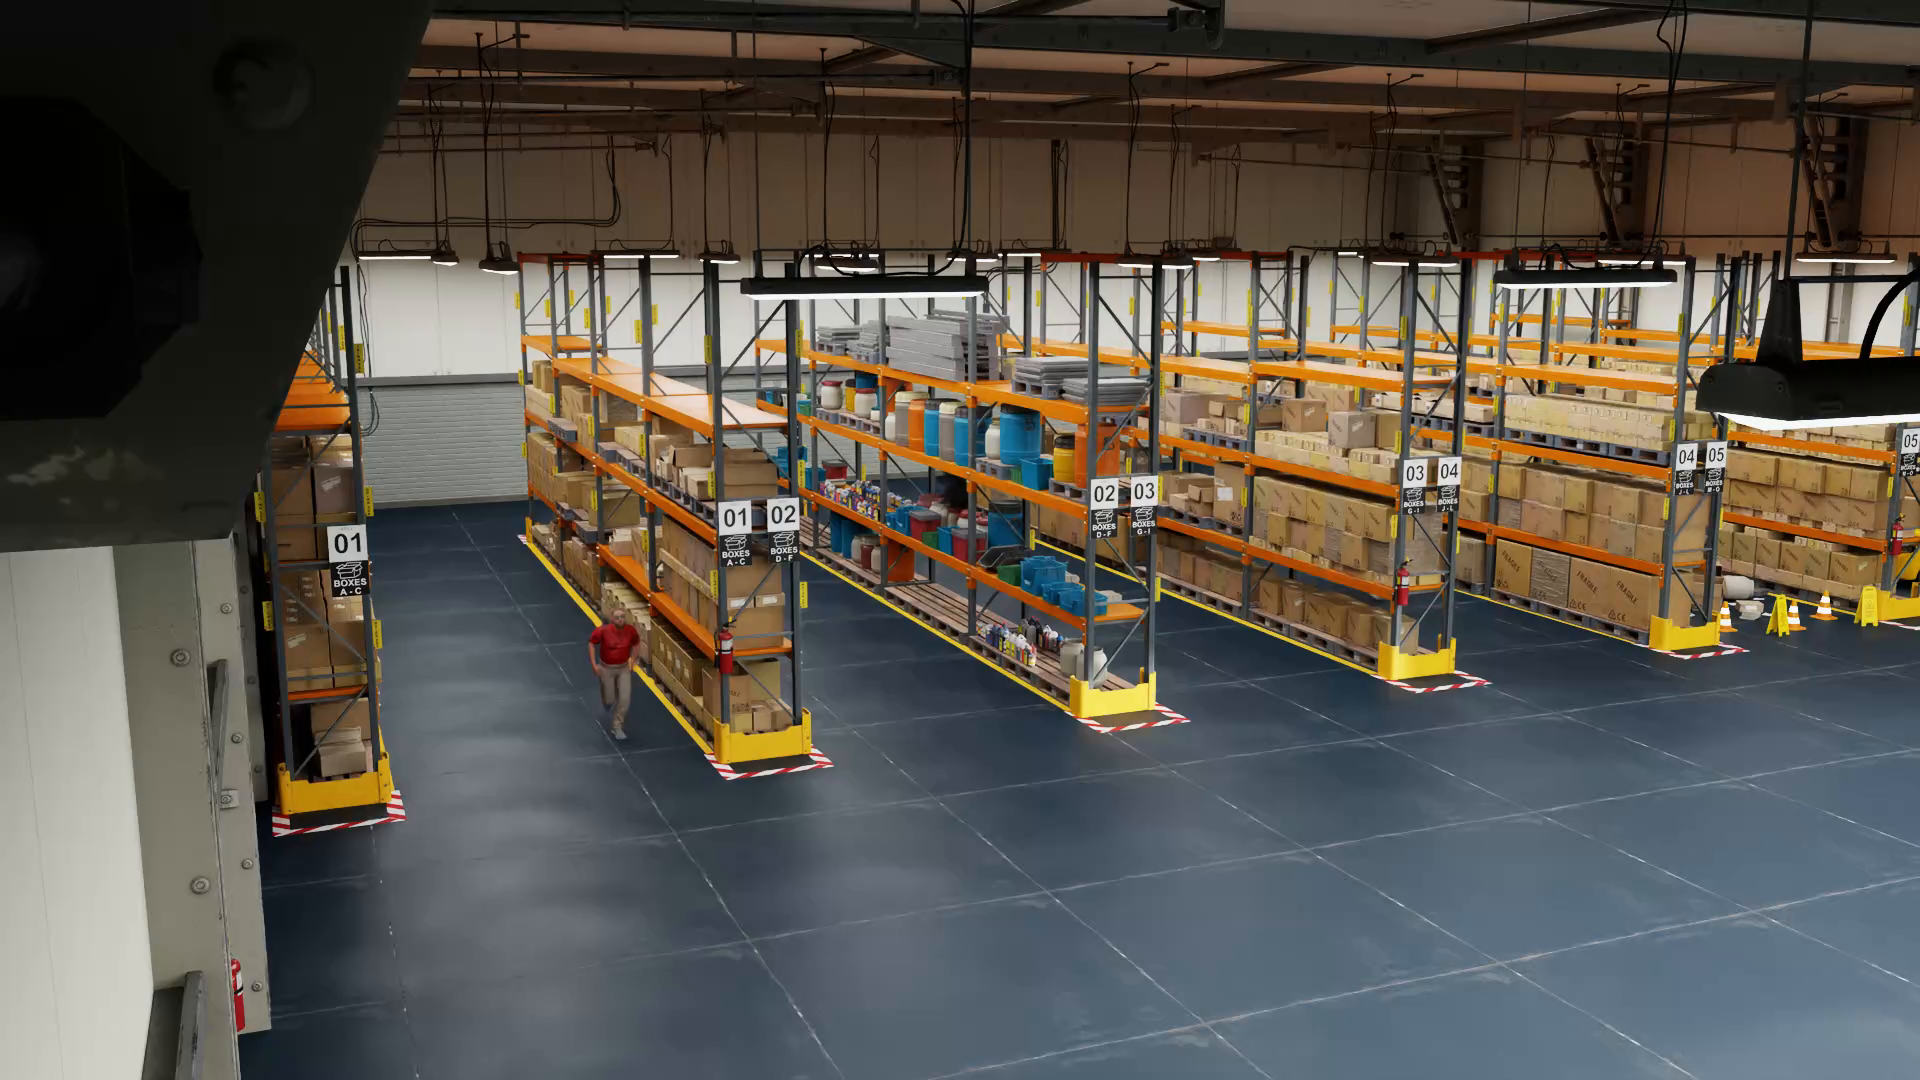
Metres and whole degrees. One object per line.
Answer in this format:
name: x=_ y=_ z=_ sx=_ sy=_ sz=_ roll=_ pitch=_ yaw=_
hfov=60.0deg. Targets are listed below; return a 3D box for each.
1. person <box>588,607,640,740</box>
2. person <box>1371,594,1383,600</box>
person: x=-4.438 y=1.672 z=21.378 sx=0.677 sy=1.697 sz=0.774 roll=-5 pitch=11 yaw=-24
person: x=7.430 y=0.228 z=28.897 sx=0.726 sy=1.723 sz=0.728 roll=-6 pitch=12 yaw=-30
